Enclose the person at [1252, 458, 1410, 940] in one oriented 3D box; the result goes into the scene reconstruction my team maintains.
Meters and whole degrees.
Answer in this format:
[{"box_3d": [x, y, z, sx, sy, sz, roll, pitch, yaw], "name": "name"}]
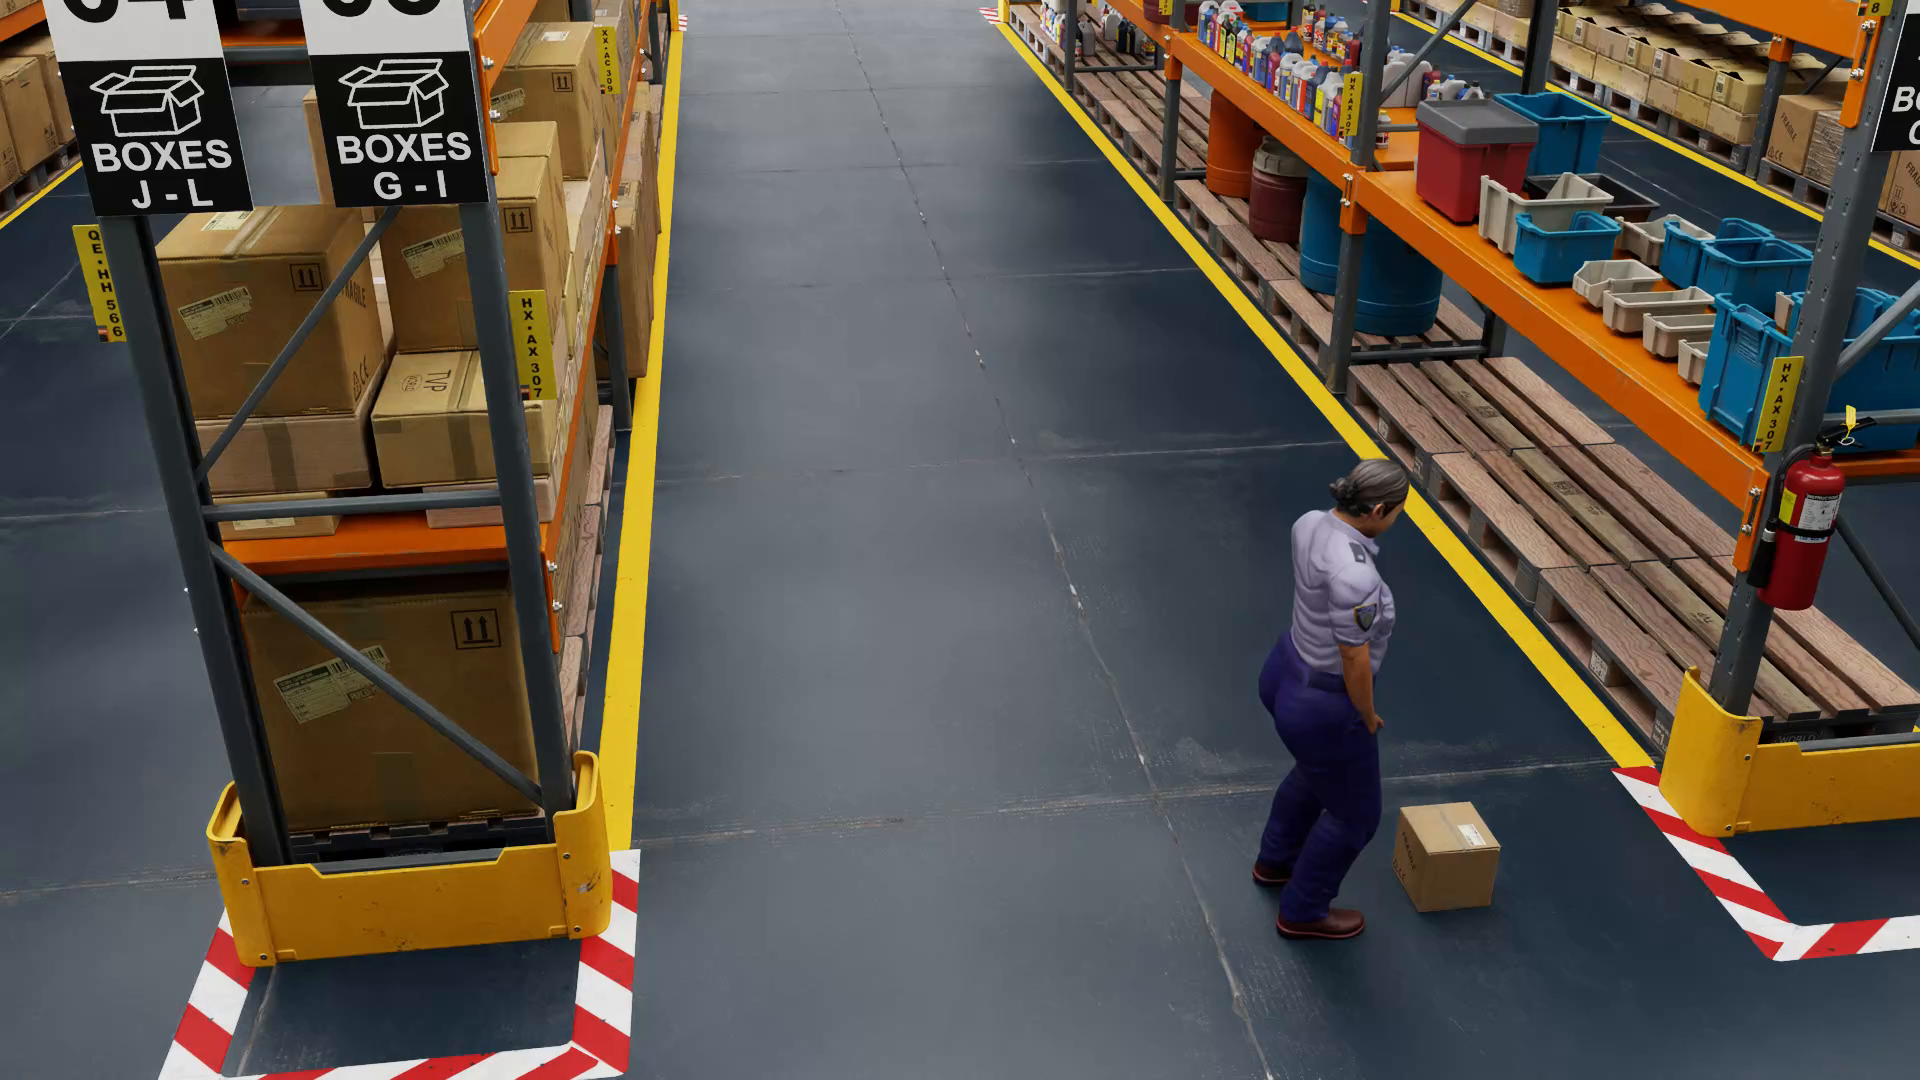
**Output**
[{"box_3d": [1.146, 0.490, 5.236, 0.384, 1.615, 0.487, -3, 27, -6], "name": "person"}]
